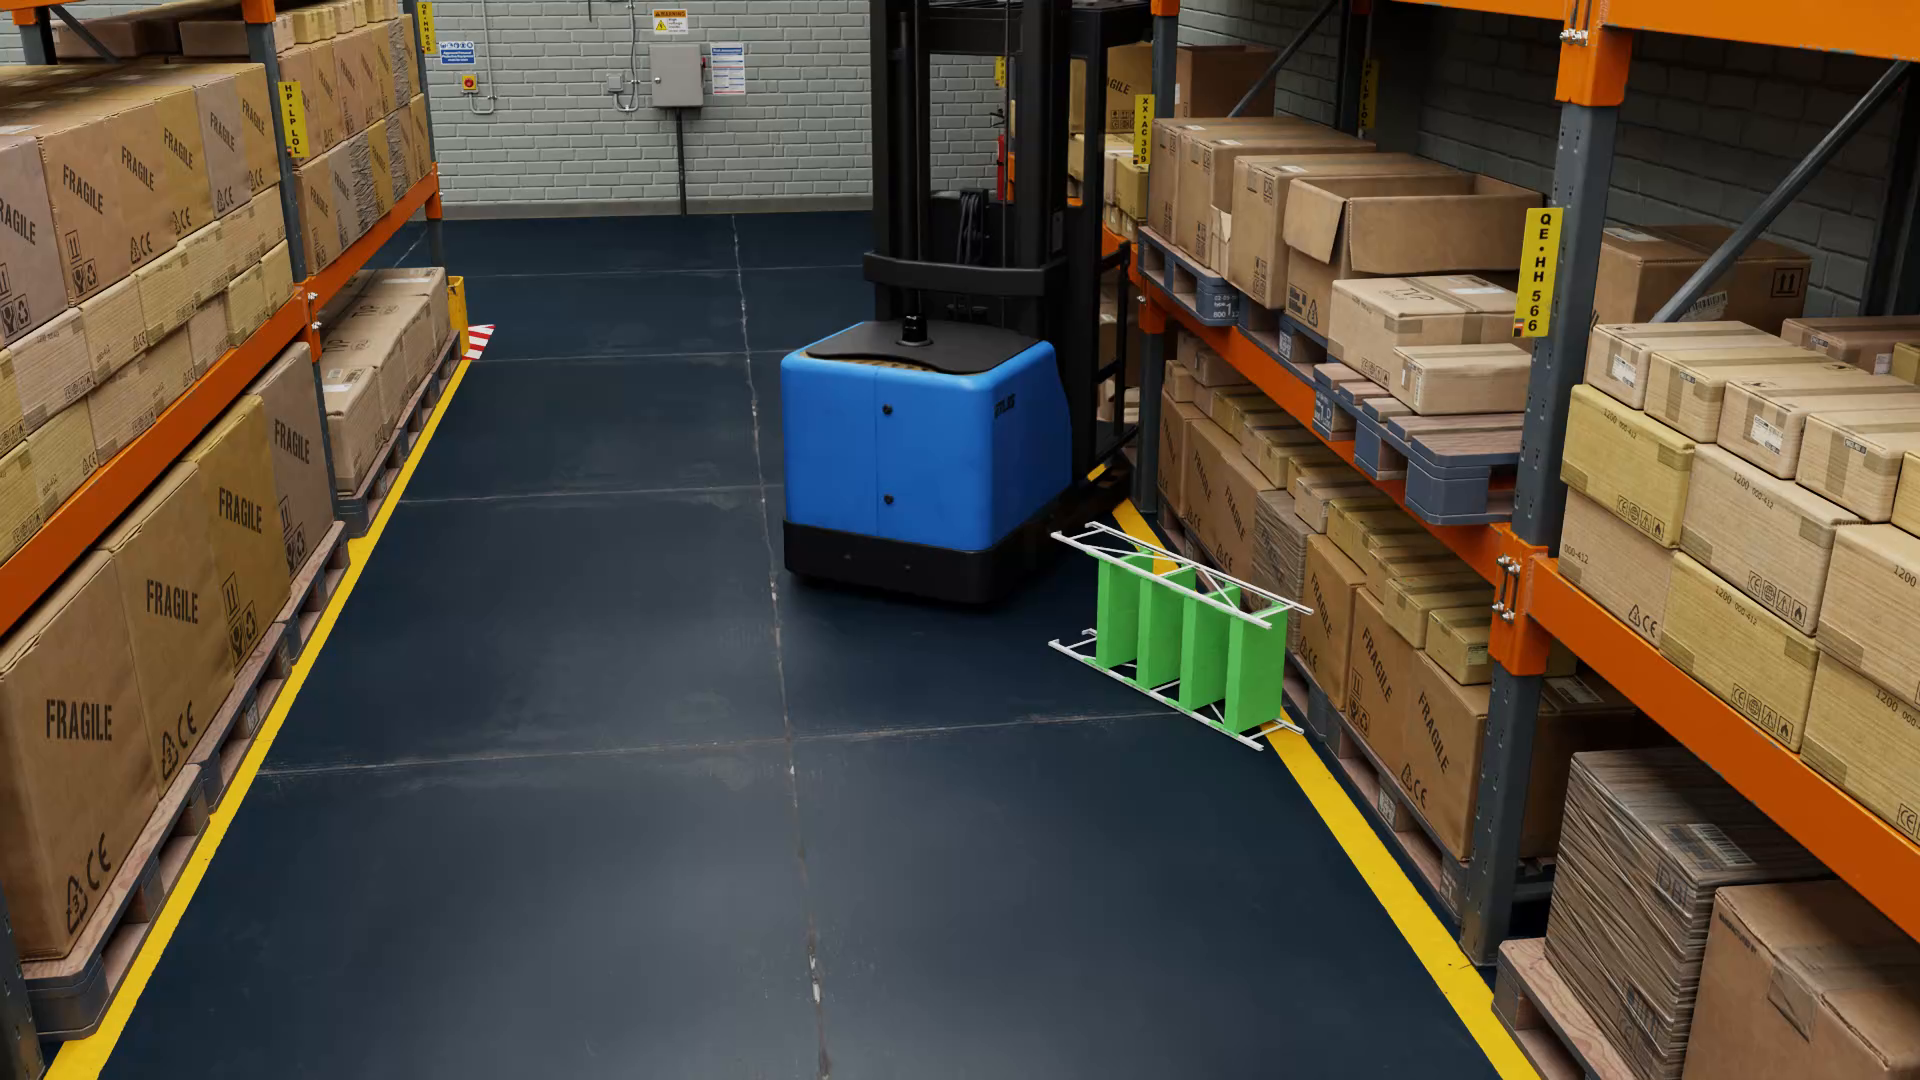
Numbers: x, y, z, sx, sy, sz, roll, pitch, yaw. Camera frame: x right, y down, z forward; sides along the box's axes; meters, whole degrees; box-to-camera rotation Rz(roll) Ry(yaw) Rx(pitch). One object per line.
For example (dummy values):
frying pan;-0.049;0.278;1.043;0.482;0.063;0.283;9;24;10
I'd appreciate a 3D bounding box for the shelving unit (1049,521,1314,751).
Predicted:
shelving unit;0.833;0.350;6.541;0.258;0.503;1.200;-15;25;-35

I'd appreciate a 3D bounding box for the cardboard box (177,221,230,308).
cardboard box;-3.032;-1.001;6.110;0.500;0.250;0.500;-2;21;-6

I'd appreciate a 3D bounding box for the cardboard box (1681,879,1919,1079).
cardboard box;2.170;1.162;3.612;0.875;0.625;0.625;-2;21;-6

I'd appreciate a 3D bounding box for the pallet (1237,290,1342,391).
pallet;1.707;-0.779;6.290;1.003;0.211;1.213;-3;21;-8

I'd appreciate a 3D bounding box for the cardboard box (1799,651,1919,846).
cardboard box;1.963;0.392;3.093;0.500;0.250;0.500;-4;21;-10

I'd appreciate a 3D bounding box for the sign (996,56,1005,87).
sign;0.302;-3.344;11.645;0.100;0.325;0.005;-3;21;-8

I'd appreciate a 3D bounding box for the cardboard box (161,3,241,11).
cardboard box;-4.027;-2.769;8.845;0.380;0.149;0.250;-3;21;-8

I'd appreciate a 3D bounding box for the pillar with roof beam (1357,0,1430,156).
pillar with roof beam;-2.053;-4.461;7.298;9.100;9.000;0.400;-3;21;-8

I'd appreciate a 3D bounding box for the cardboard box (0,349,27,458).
cardboard box;-2.748;-0.296;4.222;0.500;0.250;0.500;-3;21;-8

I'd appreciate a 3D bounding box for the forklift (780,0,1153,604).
forklift;0.266;-1.573;8.238;1.130;2.935;3.031;9;22;23

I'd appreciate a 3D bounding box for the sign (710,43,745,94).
sign;-2.350;-4.773;16.844;0.329;0.494;0.001;-3;21;-8

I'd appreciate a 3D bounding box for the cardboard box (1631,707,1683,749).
cardboard box;2.209;0.618;5.247;0.500;0.500;0.500;-2;21;-6

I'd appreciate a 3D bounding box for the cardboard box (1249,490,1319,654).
cardboard box;1.485;0.109;6.610;0.500;0.500;0.500;-4;21;-10

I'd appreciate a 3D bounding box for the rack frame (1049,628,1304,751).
rack frame;0.833;0.578;6.627;0.240;0.015;1.200;-15;25;-35

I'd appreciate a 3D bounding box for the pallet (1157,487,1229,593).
pallet;1.570;0.005;7.901;1.003;0.211;1.213;-3;21;-8

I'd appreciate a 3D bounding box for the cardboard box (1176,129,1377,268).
cardboard box;1.339;-1.467;7.113;0.700;0.500;0.500;-3;21;-7

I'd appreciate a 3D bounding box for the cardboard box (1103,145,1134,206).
cardboard box;1.014;-1.987;9.038;0.500;0.250;0.500;-3;21;-8

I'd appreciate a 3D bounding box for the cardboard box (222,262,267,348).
cardboard box;-3.109;-0.940;6.661;0.500;0.250;0.500;-3;21;-9

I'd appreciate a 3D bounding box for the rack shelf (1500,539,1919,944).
rack shelf;2.280;0.833;2.726;1.077;0.370;4.000;-3;21;-8

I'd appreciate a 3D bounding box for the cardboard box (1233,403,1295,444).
cardboard box;1.422;-0.499;7.309;0.380;0.149;0.250;-3;21;-9

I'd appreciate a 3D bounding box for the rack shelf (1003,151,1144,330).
rack shelf;1.127;-1.937;10.142;1.077;0.370;4.000;-3;21;-8

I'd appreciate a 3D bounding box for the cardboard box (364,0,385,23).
cardboard box;-3.646;-3.158;9.886;0.380;0.149;0.250;-2;21;-7

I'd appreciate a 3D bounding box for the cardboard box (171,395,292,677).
cardboard box;-3.189;-0.008;6.387;0.875;0.875;0.875;-2;21;-6

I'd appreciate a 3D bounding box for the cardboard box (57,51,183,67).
cardboard box;-3.837;-1.994;7.696;0.500;0.500;0.500;-3;21;-8

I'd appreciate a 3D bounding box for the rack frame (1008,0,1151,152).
rack frame;0.839;-2.966;11.870;1.000;3.000;0.127;-3;21;-8

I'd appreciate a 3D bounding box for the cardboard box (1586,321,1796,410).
cardboard box;1.747;-0.422;3.988;0.380;0.149;0.250;-2;21;-6

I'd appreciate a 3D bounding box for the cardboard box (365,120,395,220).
cardboard box;-3.512;-2.077;9.348;0.500;0.500;0.500;-2;21;-6

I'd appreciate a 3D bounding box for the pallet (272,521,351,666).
pallet;-3.310;0.240;7.271;1.003;0.211;1.213;-3;21;-8

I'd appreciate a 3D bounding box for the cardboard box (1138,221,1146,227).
cardboard box;1.120;-1.561;8.468;0.380;0.149;0.250;-3;21;-7

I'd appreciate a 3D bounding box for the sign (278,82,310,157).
sign;-2.960;-1.866;7.382;0.100;0.325;0.005;-3;21;-8

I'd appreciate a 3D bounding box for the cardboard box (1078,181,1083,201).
cardboard box;0.915;-2.096;9.901;0.380;0.149;0.250;-3;21;-8

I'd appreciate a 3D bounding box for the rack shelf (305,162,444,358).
rack shelf;-3.784;-1.685;9.468;1.077;0.370;4.000;-3;21;-8

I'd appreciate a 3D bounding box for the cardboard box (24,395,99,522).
cardboard box;-2.832;-0.233;4.768;0.500;0.250;0.500;-4;21;-9

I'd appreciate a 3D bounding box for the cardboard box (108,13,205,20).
cardboard box;-3.812;-2.423;7.917;0.380;0.149;0.250;-3;21;-8

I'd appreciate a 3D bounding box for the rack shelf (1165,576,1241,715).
rack shelf;0.940;0.399;6.410;0.258;0.480;0.148;-15;25;-35

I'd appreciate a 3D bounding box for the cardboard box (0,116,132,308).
cardboard box;-2.889;-0.994;5.019;0.500;0.500;0.500;-2;21;-6

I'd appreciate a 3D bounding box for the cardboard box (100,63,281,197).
cardboard box;-3.183;-1.703;6.916;0.500;0.500;0.500;-2;21;-6

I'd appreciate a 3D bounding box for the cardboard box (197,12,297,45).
cardboard box;-3.416;-2.445;7.977;0.380;0.149;0.250;-3;21;-8

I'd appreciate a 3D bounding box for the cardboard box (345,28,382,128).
cardboard box;-3.524;-2.550;9.184;0.500;0.500;0.500;-3;21;-8

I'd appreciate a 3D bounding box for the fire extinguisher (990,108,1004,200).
fire extinguisher;0.360;-2.783;12.023;0.296;0.674;0.183;-3;21;-8

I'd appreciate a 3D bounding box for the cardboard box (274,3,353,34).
cardboard box;-3.485;-2.799;8.925;0.380;0.149;0.250;-3;21;-8

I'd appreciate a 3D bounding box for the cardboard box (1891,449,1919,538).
cardboard box;1.965;-0.066;3.036;0.380;0.149;0.250;-3;21;-7

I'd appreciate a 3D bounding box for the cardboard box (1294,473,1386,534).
cardboard box;1.507;-0.145;6.361;0.380;0.149;0.250;-4;21;-10

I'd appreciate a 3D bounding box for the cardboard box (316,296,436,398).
cardboard box;-3.738;-1.171;10.126;0.875;0.438;0.875;-2;21;-6

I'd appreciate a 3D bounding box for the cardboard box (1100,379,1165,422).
cardboard box;0.993;-0.799;9.375;0.396;0.266;0.258;-2;21;-6

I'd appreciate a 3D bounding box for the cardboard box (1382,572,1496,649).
cardboard box;1.600;0.223;5.377;0.380;0.149;0.250;-4;21;-11

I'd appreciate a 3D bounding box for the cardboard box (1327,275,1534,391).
cardboard box;1.520;-0.672;5.341;0.500;0.250;0.500;-4;21;-10
